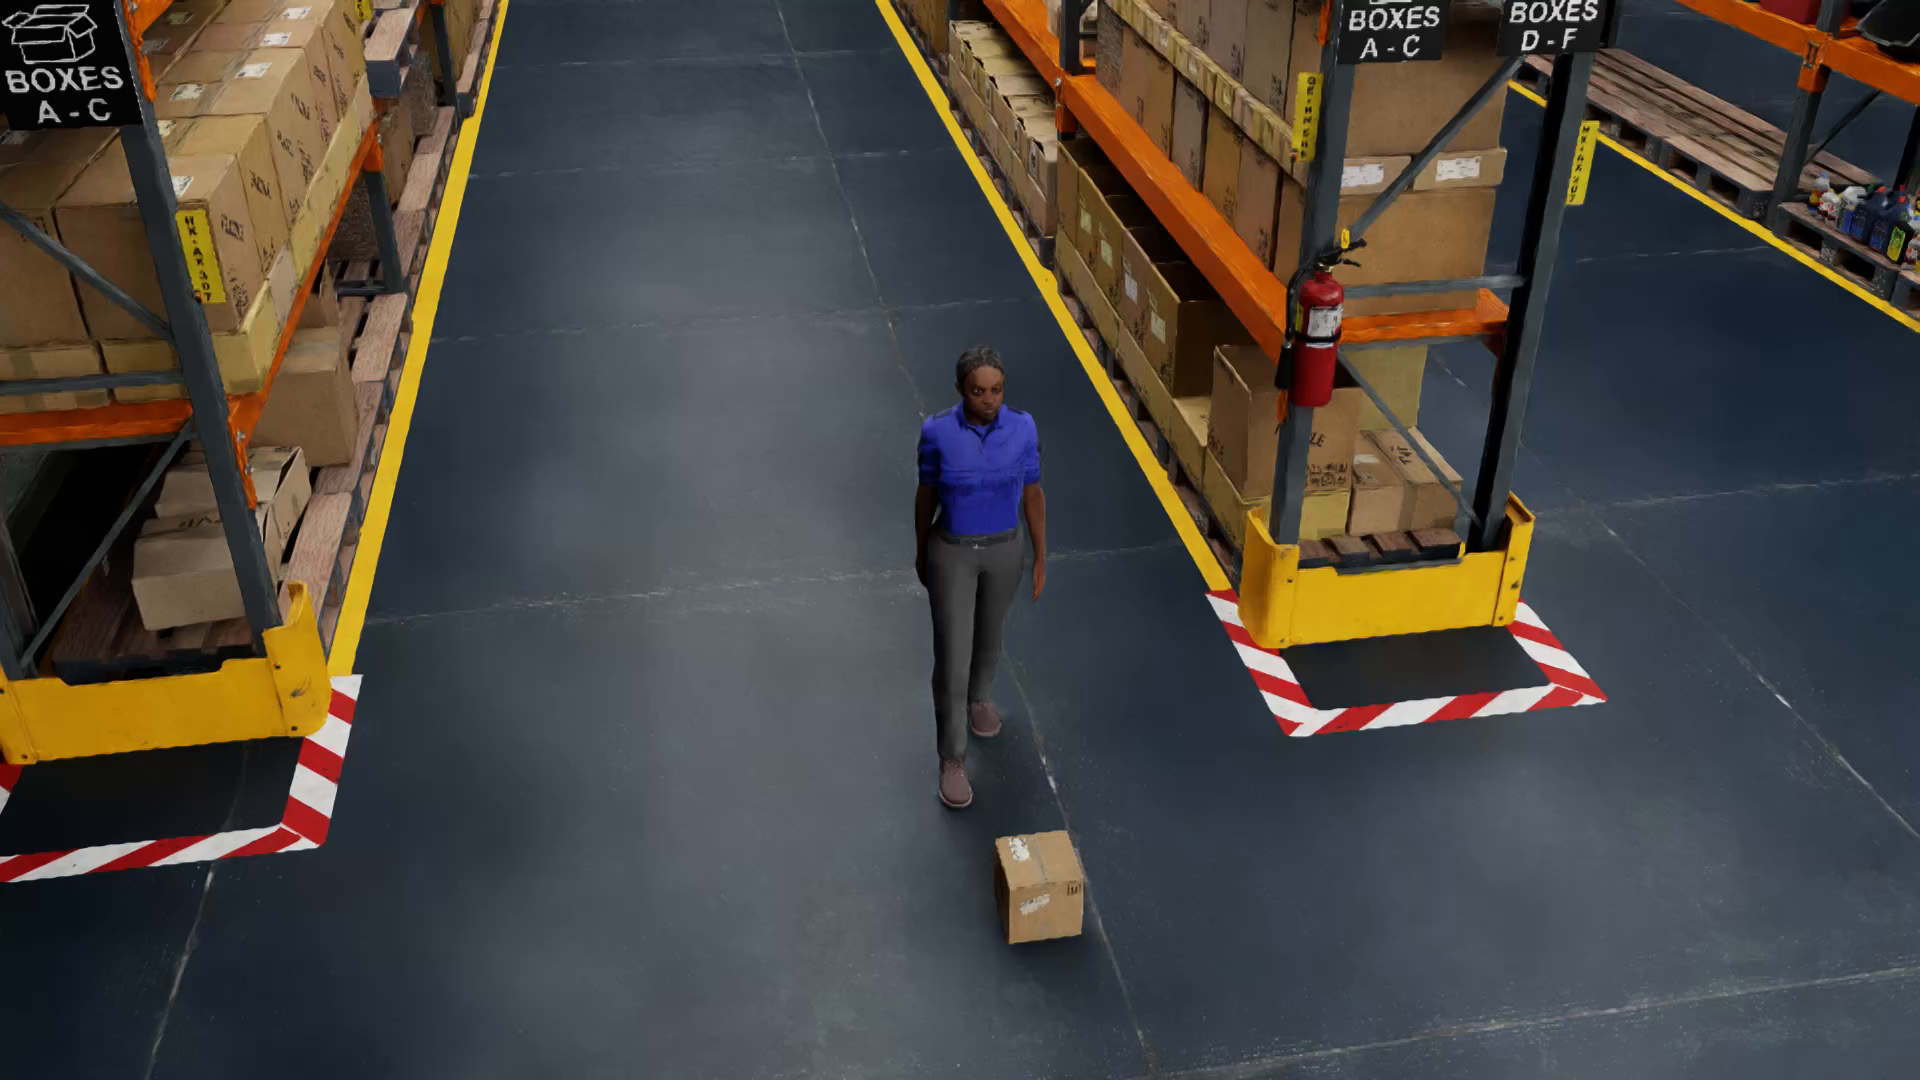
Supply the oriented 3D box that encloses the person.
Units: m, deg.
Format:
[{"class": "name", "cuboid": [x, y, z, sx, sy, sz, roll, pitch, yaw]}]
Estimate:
[{"class": "person", "cuboid": [0.094, 0.093, 5.954, 0.459, 1.646, 0.679, -7, 32, -11]}]
